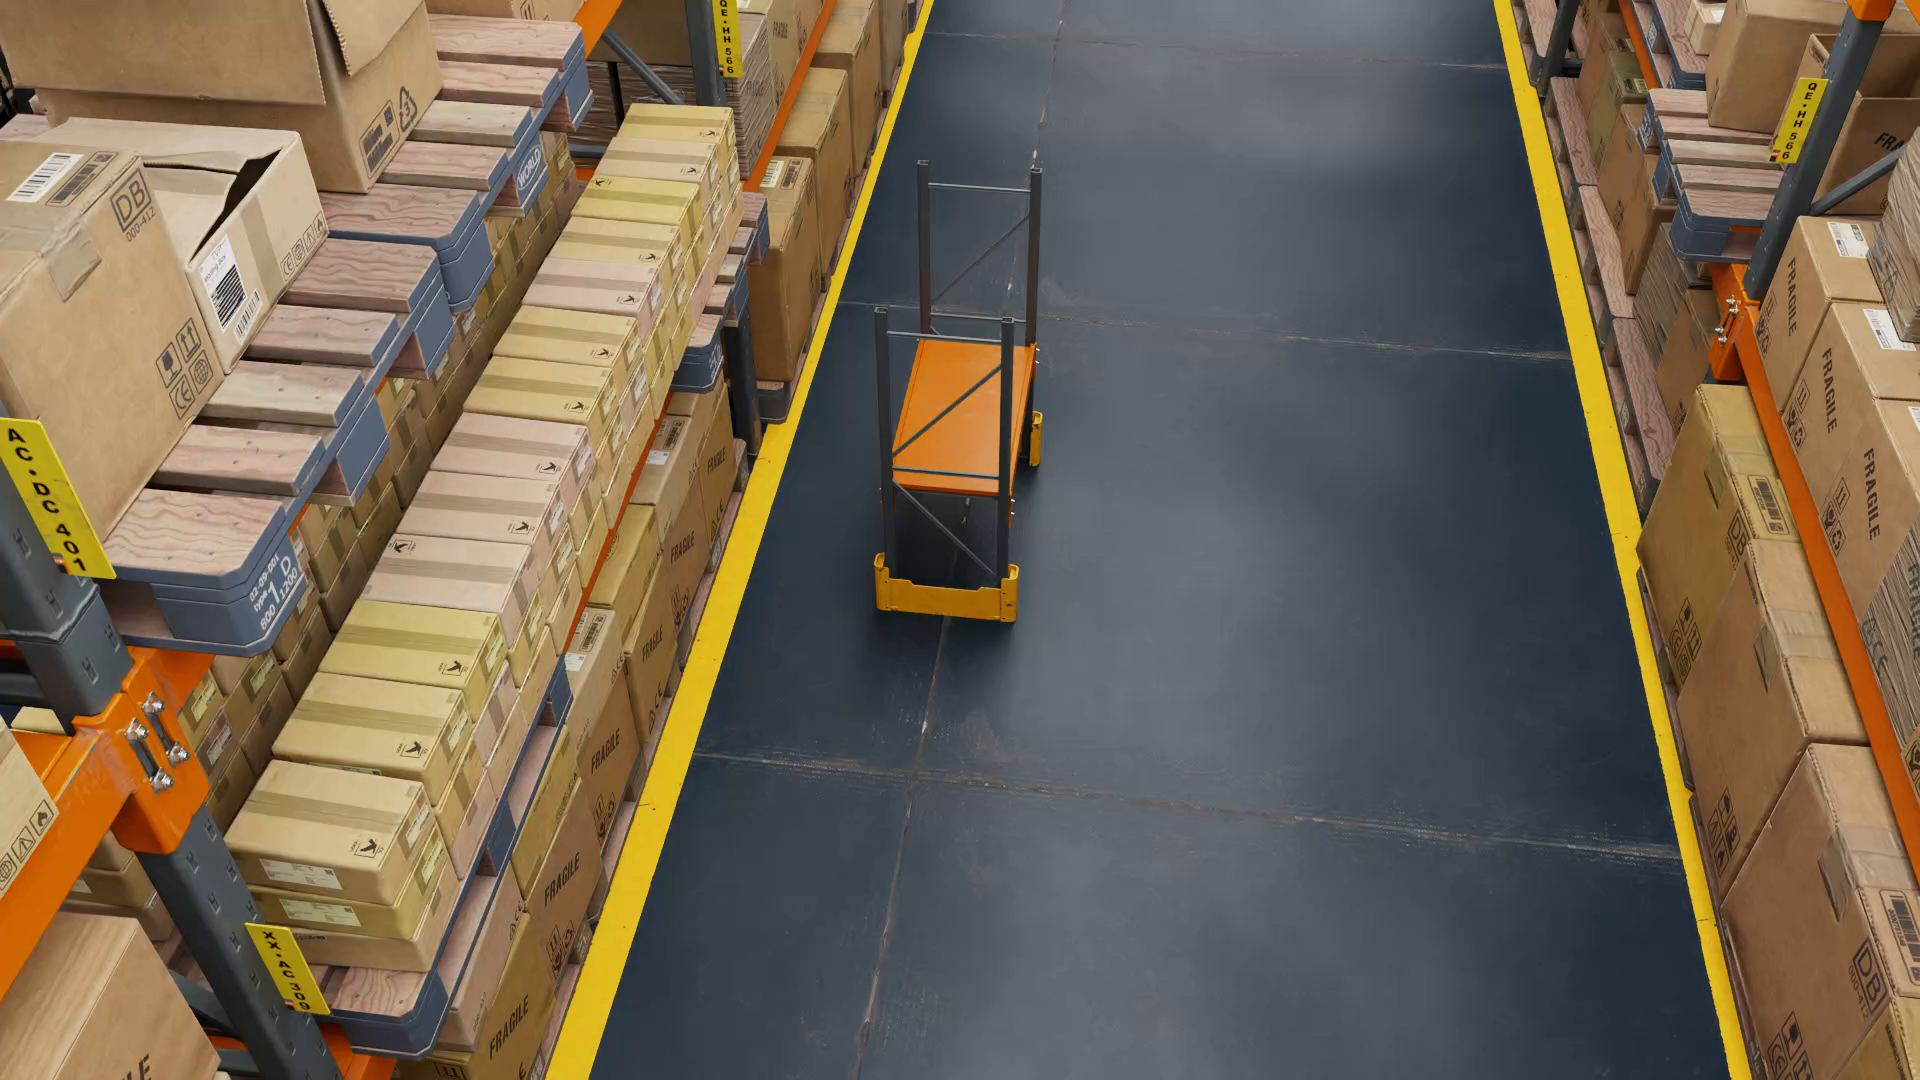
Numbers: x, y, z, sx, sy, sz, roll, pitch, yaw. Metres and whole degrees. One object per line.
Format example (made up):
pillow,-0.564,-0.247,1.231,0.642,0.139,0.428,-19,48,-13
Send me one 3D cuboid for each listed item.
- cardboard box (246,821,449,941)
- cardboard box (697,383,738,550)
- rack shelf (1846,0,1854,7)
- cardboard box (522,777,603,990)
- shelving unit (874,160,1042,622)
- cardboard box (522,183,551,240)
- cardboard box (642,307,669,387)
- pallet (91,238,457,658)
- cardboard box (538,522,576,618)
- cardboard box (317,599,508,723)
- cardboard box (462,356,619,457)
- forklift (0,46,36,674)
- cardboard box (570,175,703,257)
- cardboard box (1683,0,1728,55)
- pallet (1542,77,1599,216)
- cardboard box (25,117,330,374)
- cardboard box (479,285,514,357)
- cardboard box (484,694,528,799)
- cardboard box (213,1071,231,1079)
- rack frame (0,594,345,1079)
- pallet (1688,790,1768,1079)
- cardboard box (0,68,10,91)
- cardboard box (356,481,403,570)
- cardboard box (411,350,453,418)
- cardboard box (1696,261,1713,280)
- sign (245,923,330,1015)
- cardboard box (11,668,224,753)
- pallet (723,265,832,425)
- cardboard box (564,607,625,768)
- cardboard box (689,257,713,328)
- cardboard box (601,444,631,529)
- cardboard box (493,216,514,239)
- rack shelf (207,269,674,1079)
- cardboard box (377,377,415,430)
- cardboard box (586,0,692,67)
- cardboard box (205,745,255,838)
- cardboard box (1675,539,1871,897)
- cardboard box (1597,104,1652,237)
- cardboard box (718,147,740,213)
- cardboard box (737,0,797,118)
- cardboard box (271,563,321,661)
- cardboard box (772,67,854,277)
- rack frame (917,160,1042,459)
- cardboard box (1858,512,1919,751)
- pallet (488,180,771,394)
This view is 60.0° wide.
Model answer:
cardboard box,-1.441,0.776,3.910,0.380,0.149,0.250,6,44,6
cardboard box,-1.248,-0.327,6.926,0.500,0.500,0.500,5,44,5
rack shelf,3.747,-3.225,6.816,1.077,0.370,4.000,5,44,6
cardboard box,-1.520,1.087,5.433,0.500,0.500,0.500,7,44,7
shelving unit,0.010,-0.597,6.789,0.587,1.500,1.083,5,44,6
cardboard box,-1.717,-1.227,6.025,0.380,0.149,0.250,7,44,8
cardboard box,-1.169,-0.644,5.409,0.380,0.149,0.250,5,44,5
pallet,-1.762,-0.260,3.298,1.213,0.211,1.003,5,44,6
cardboard box,-1.308,0.062,4.664,0.380,0.149,0.250,7,44,7
cardboard box,-1.374,0.303,4.193,0.380,0.149,0.250,6,44,6
cardboard box,-1.239,-0.397,4.933,0.380,0.149,0.250,6,44,7
forklift,-3.414,-1.416,6.614,1.130,2.935,3.031,4,44,4
cardboard box,-1.101,-1.106,5.681,0.380,0.149,0.250,6,44,7
cardboard box,3.436,-2.299,7.289,0.396,0.266,0.258,4,44,4
pallet,3.910,-2.217,9.438,1.003,0.211,1.213,5,44,6
cardboard box,-1.625,-0.618,3.299,0.500,0.311,0.500,5,44,5
cardboard box,-1.784,-0.778,5.767,0.380,0.149,0.250,7,44,7
cardboard box,-1.373,0.525,4.392,0.380,0.149,0.250,6,44,6
cardboard box,-1.733,1.383,3.319,0.500,0.500,0.500,5,44,6
rack frame,-1.949,1.172,3.831,1.000,3.000,0.127,5,44,6
pallet,3.140,1.338,5.684,1.003,0.211,1.213,5,44,6
cardboard box,-5.970,-3.012,9.855,0.950,0.372,0.625,8,44,8
cardboard box,-1.924,-0.066,5.015,0.380,0.149,0.250,7,44,7
cardboard box,-1.852,-0.534,5.294,0.380,0.149,0.250,5,44,5
cardboard box,3.602,-1.381,7.479,0.500,0.250,0.500,10,44,10
sign,-1.410,0.902,3.486,0.100,0.325,0.005,5,44,6
cardboard box,-2.055,0.420,4.069,0.380,0.149,0.250,4,44,4
pallet,-1.241,-1.072,8.229,1.003,0.211,1.213,5,44,6
cardboard box,-1.450,0.465,5.545,0.500,0.250,0.500,7,44,7
cardboard box,-1.098,-0.893,5.889,0.380,0.149,0.250,6,44,6
cardboard box,-1.237,-0.178,5.133,0.380,0.149,0.250,3,44,4
cardboard box,-1.743,-1.184,5.763,0.380,0.149,0.250,5,44,5
rack shelf,-1.685,0.070,5.517,1.077,0.370,4.000,5,44,6
cardboard box,-1.882,-0.469,5.008,0.380,0.149,0.250,5,44,5
cardboard box,-1.351,-2.259,6.654,0.700,0.500,0.500,5,44,5
cardboard box,-2.059,0.645,4.265,0.380,0.149,0.250,5,44,6
cardboard box,3.246,0.660,5.611,1.225,0.875,0.875,5,44,6
cardboard box,3.754,-1.891,8.564,0.700,0.500,0.500,2,43,2
cardboard box,-1.034,-1.345,6.150,0.380,0.149,0.250,6,44,6
cardboard box,-1.029,-2.219,7.339,0.500,0.500,0.500,5,44,5
cardboard box,-1.991,0.178,4.541,0.380,0.149,0.250,4,44,4
cardboard box,-1.138,-1.893,8.398,1.050,0.750,0.750,6,44,6
rack frame,0.078,-0.949,7.162,0.500,1.500,0.032,5,44,6
cardboard box,2.951,0.278,4.703,0.500,0.500,0.500,5,44,6
pallet,-1.409,-0.989,6.252,1.213,0.211,1.003,5,44,6
